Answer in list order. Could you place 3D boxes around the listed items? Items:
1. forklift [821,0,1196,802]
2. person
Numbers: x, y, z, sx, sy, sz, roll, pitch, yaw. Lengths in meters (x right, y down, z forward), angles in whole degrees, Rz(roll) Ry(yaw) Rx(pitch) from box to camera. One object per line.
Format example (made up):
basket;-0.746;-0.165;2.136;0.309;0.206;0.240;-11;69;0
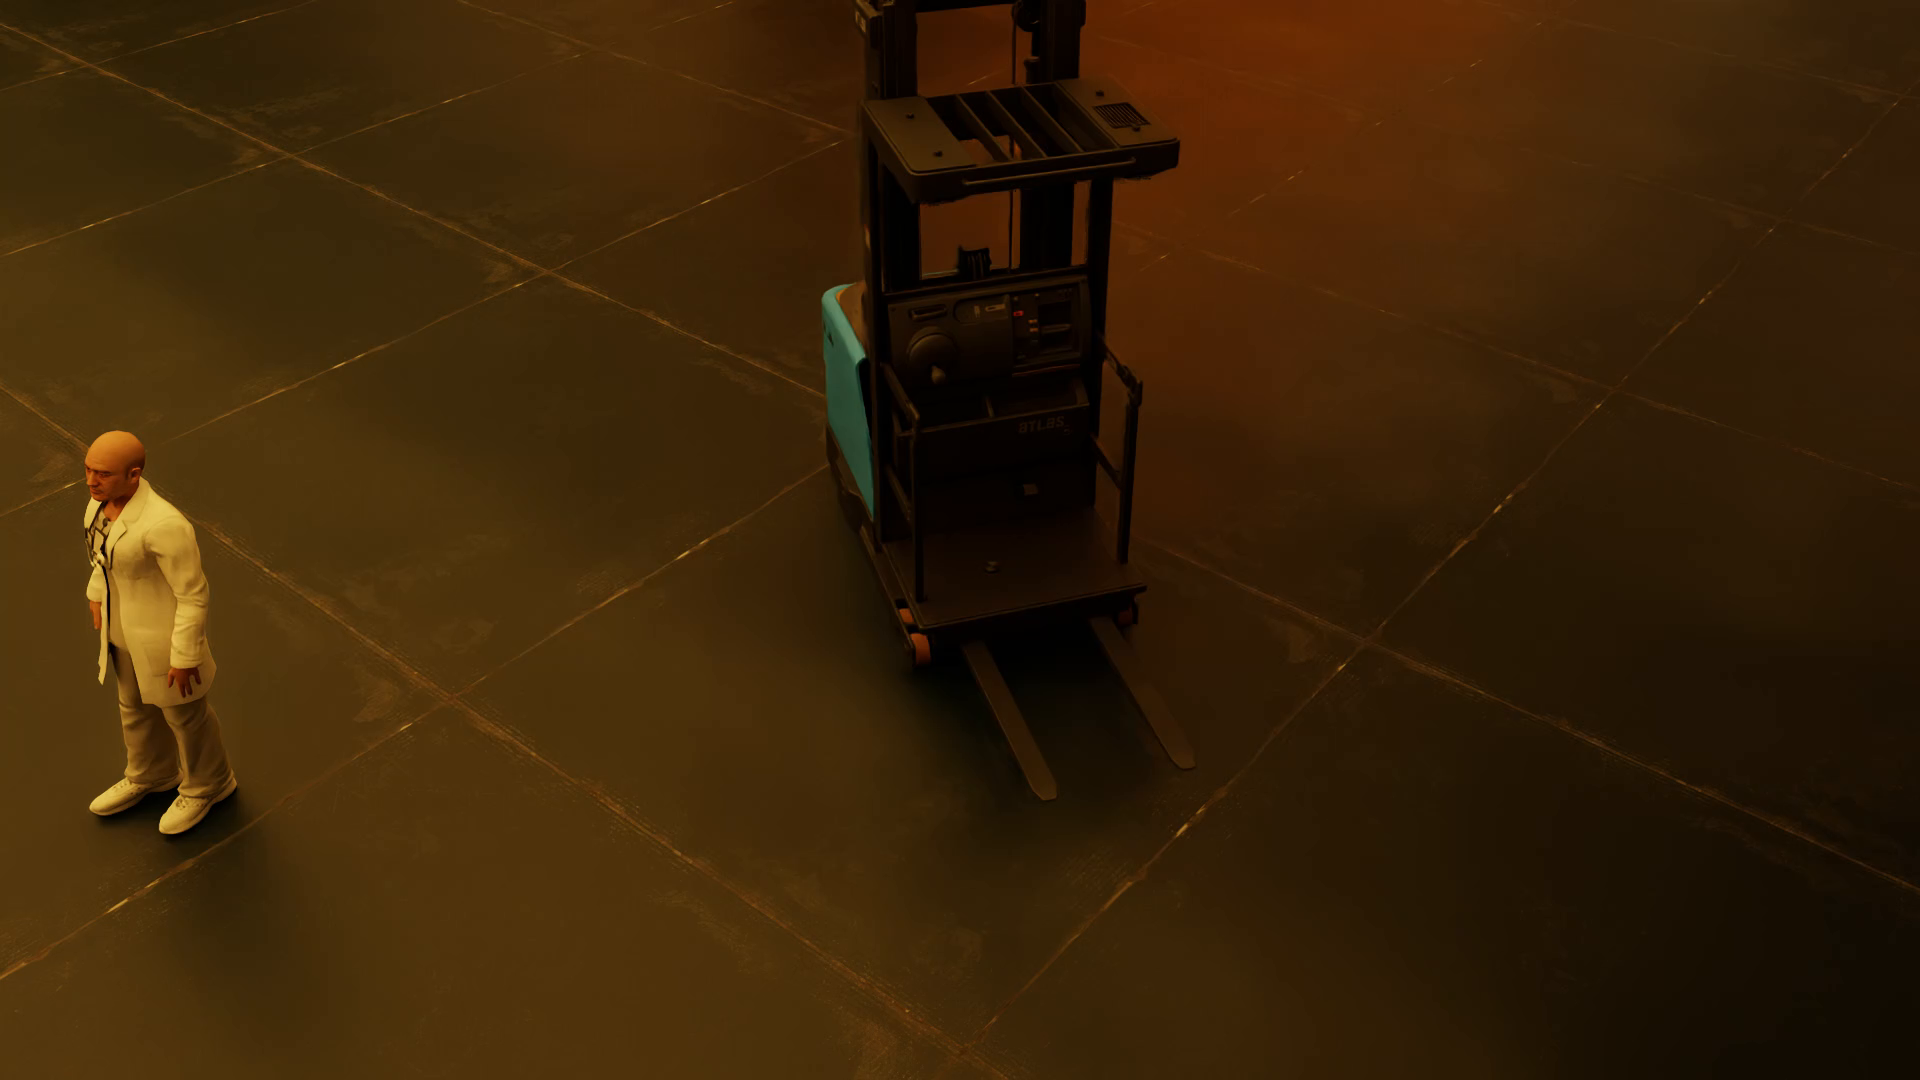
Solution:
forklift;0.203;-0.862;7.202;1.130;2.935;3.031;-10;37;-14
person;-3.202;0.399;6.435;0.694;1.775;0.581;25;43;30
